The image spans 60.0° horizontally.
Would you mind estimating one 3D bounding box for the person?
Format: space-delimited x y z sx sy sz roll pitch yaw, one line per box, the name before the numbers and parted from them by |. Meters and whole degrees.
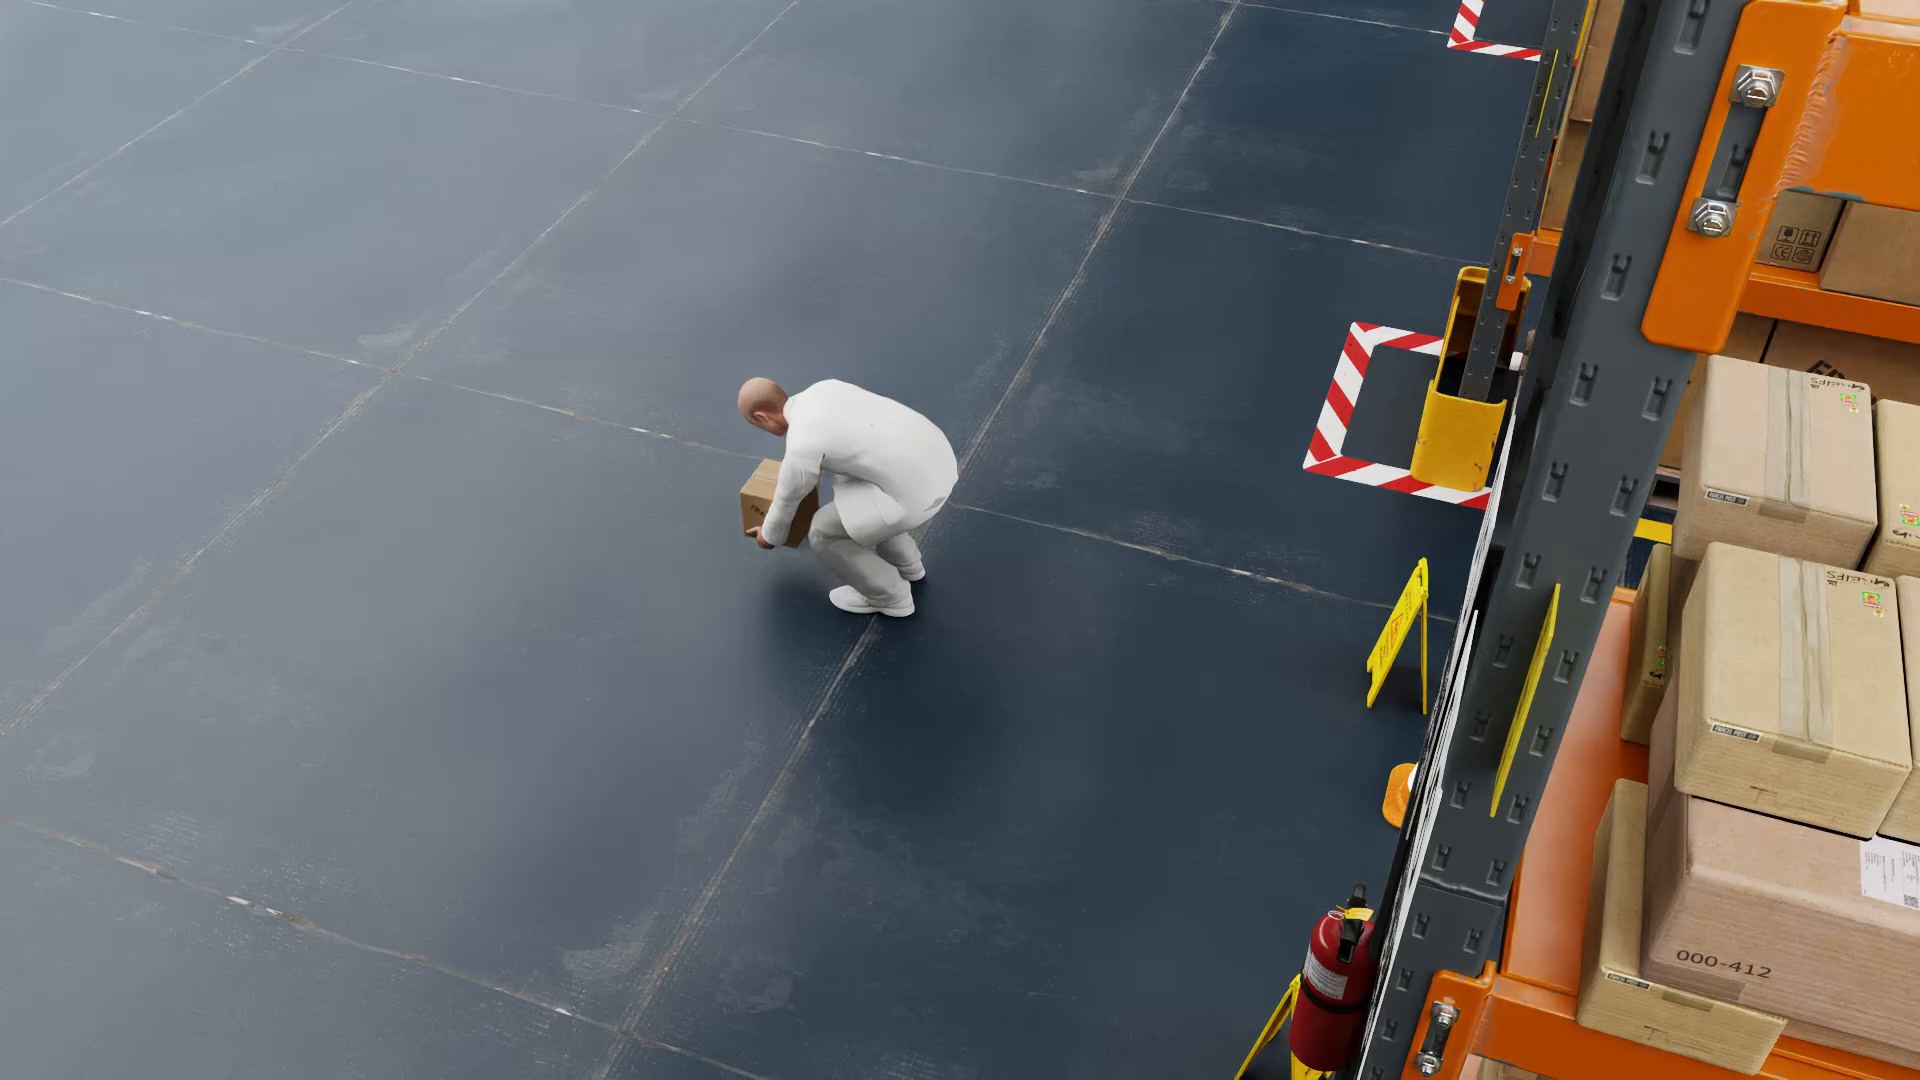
person | -0.461 -0.204 6.991 0.922 1.010 0.589 12 42 13
